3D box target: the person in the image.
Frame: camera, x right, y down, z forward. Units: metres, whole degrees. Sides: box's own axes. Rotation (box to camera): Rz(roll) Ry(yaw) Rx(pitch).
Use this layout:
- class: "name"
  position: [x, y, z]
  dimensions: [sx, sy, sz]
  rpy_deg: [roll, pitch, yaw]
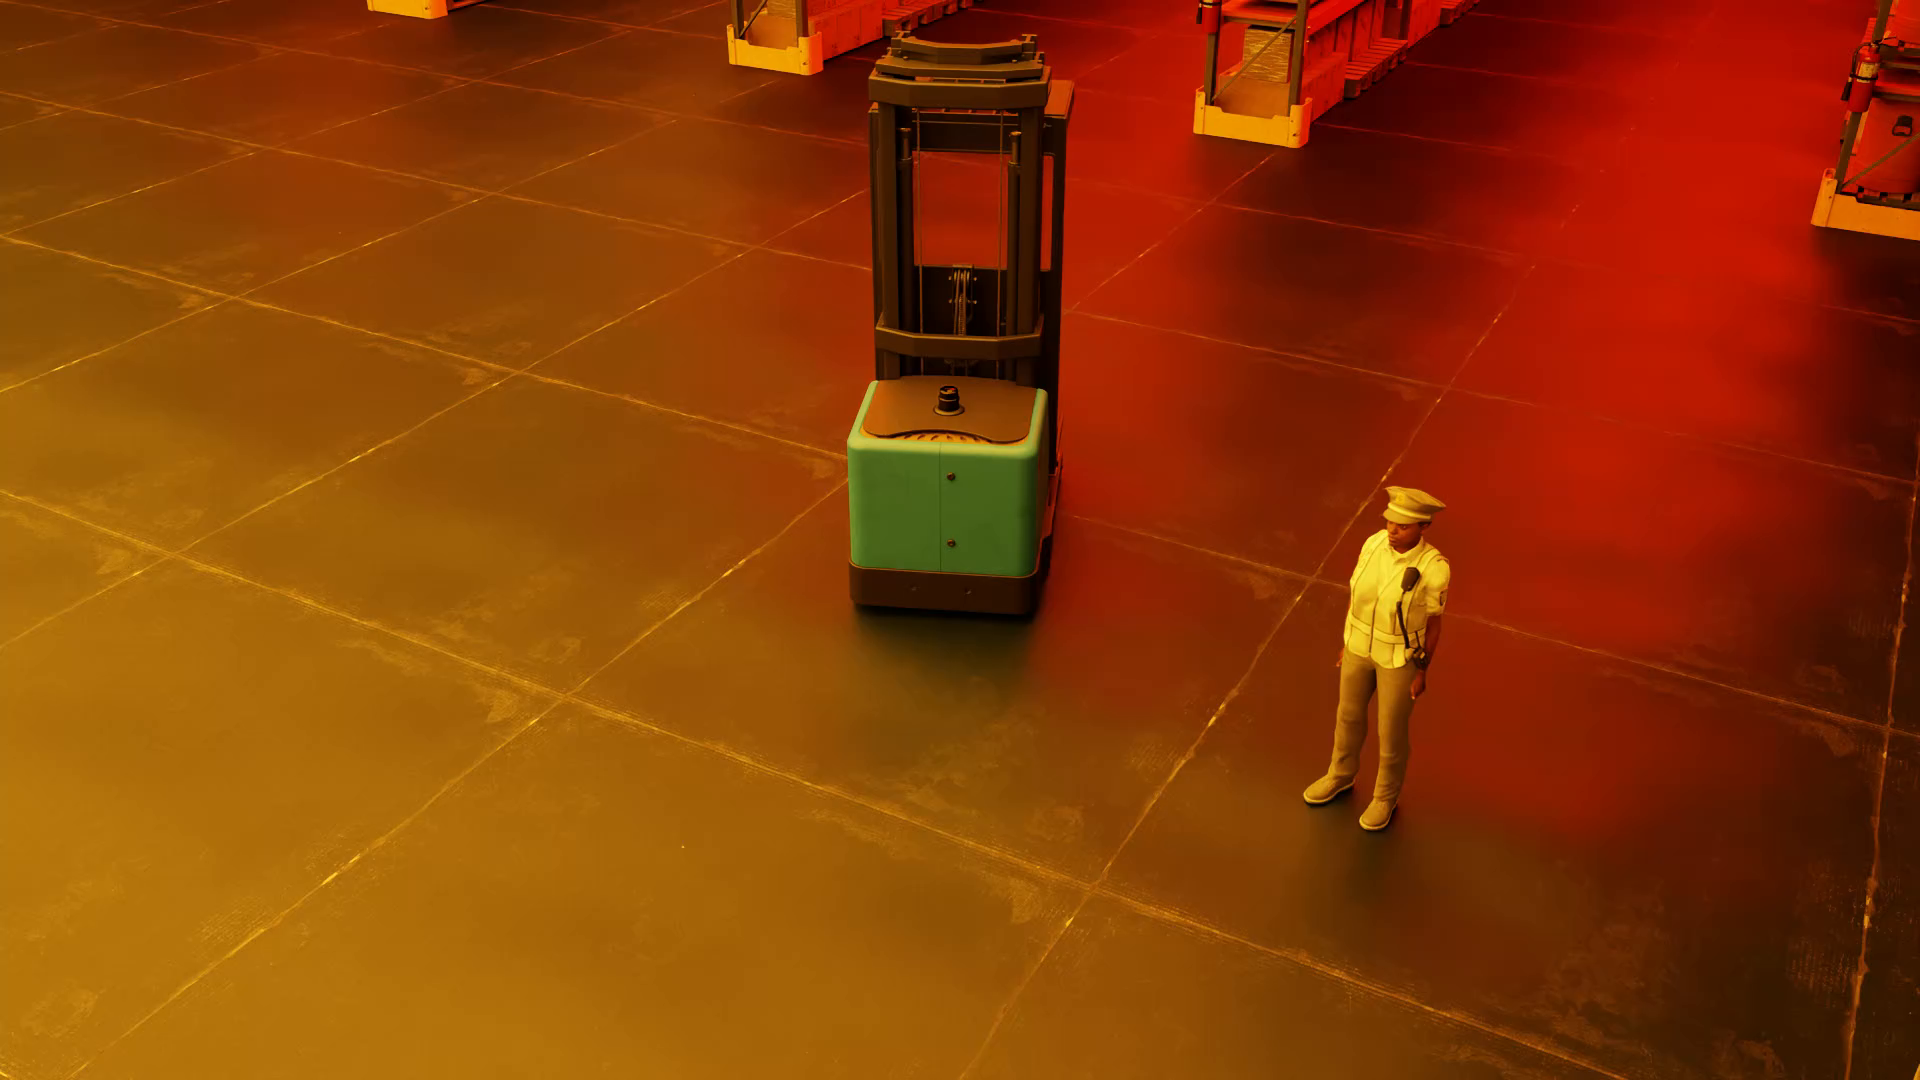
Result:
- class: "person"
  position: [1.885, 0.511, 7.430]
  dimensions: [0.450, 1.694, 0.352]
  rpy_deg: [25, 38, 36]

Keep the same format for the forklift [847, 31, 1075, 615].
- class: "forklift"
  position: [0.072, -1.572, 9.794]
  dimensions: [1.130, 2.935, 3.031]
  rpy_deg: [3, 30, 6]
